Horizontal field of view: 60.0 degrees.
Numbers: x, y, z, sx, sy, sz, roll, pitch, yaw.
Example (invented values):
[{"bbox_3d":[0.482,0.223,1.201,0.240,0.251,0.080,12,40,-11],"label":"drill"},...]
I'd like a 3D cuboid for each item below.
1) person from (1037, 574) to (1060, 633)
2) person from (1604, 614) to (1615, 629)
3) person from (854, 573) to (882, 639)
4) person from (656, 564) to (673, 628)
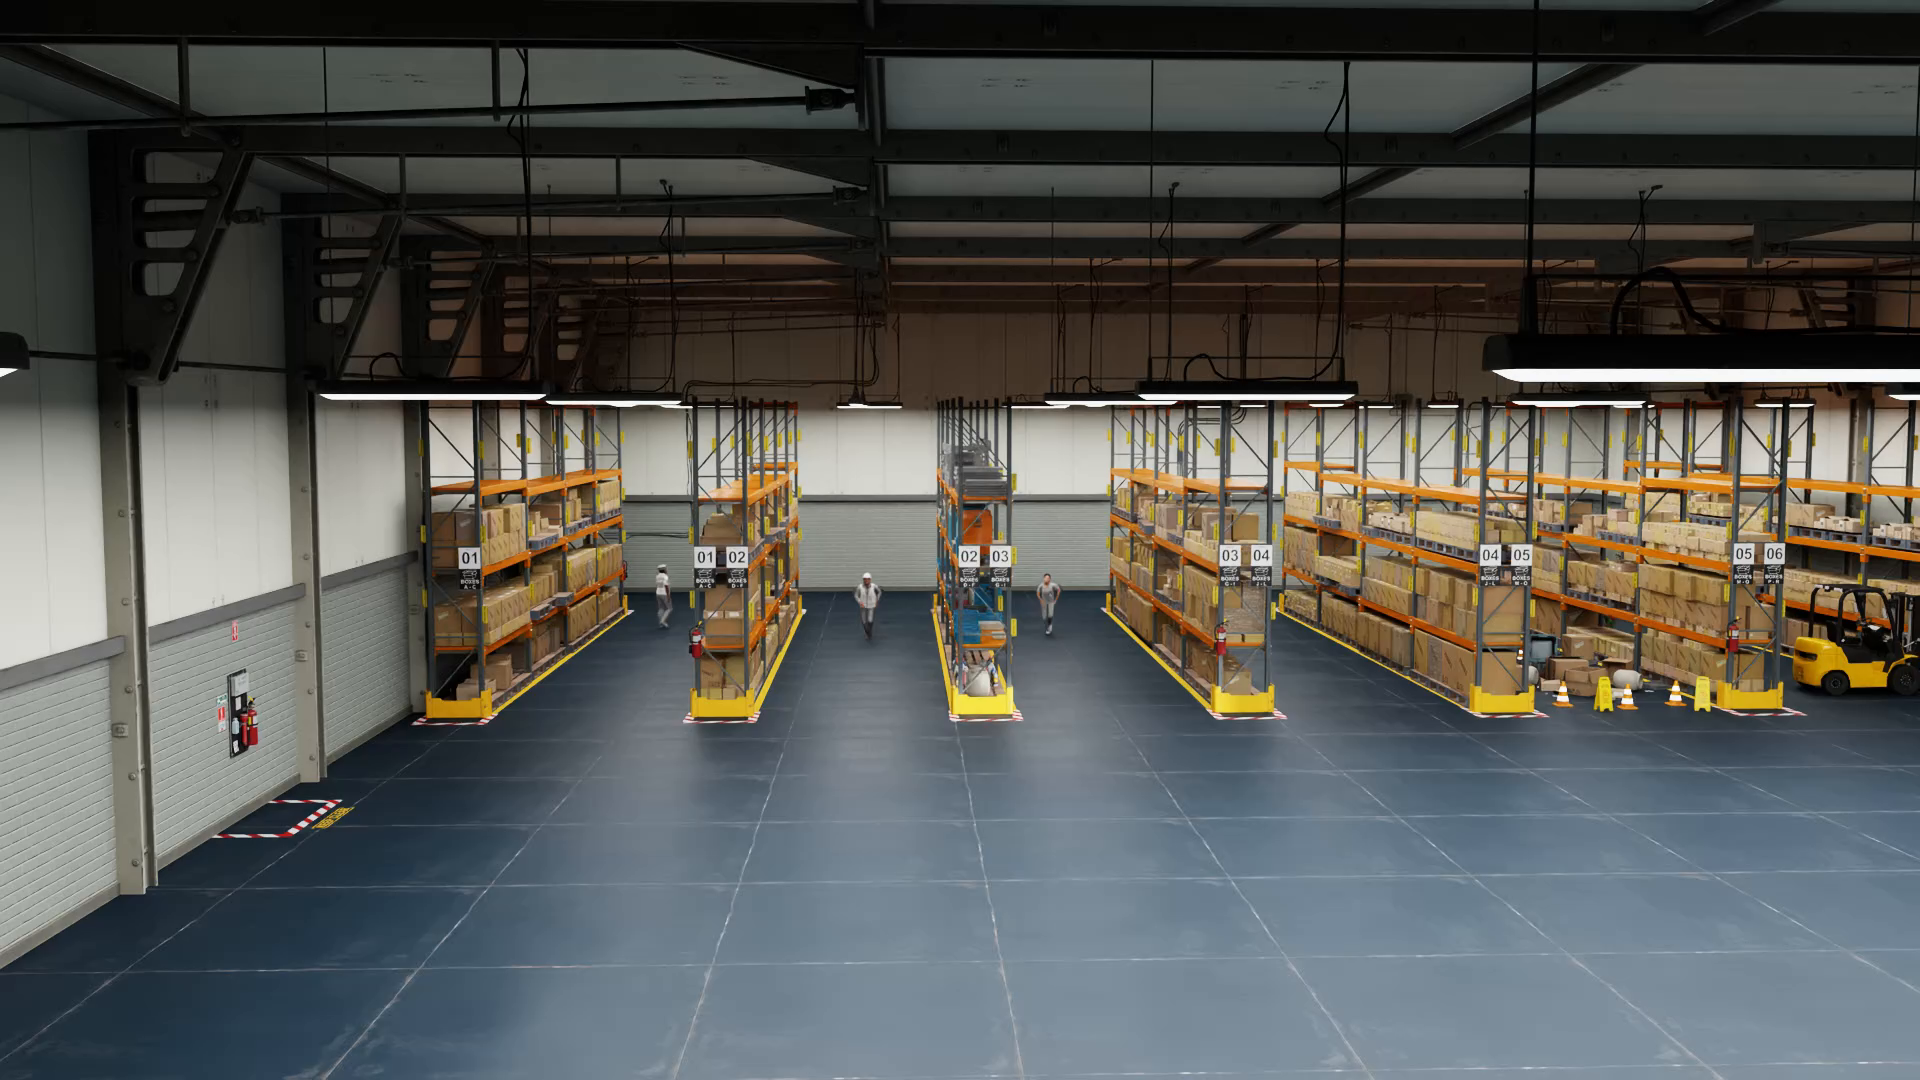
[{"bbox_3d":[2.279,1.635,42.740,0.599,1.583,0.699,1,4,8],"label":"person"},{"bbox_3d":[16.984,1.472,43.484,0.602,1.790,0.467,-3,5,-31],"label":"person"},{"bbox_3d":[-2.310,1.656,41.773,0.656,1.686,0.729,0,4,6],"label":"person"},{"bbox_3d":[-7.867,1.489,44.014,0.517,1.679,0.443,4,6,41],"label":"person"}]
